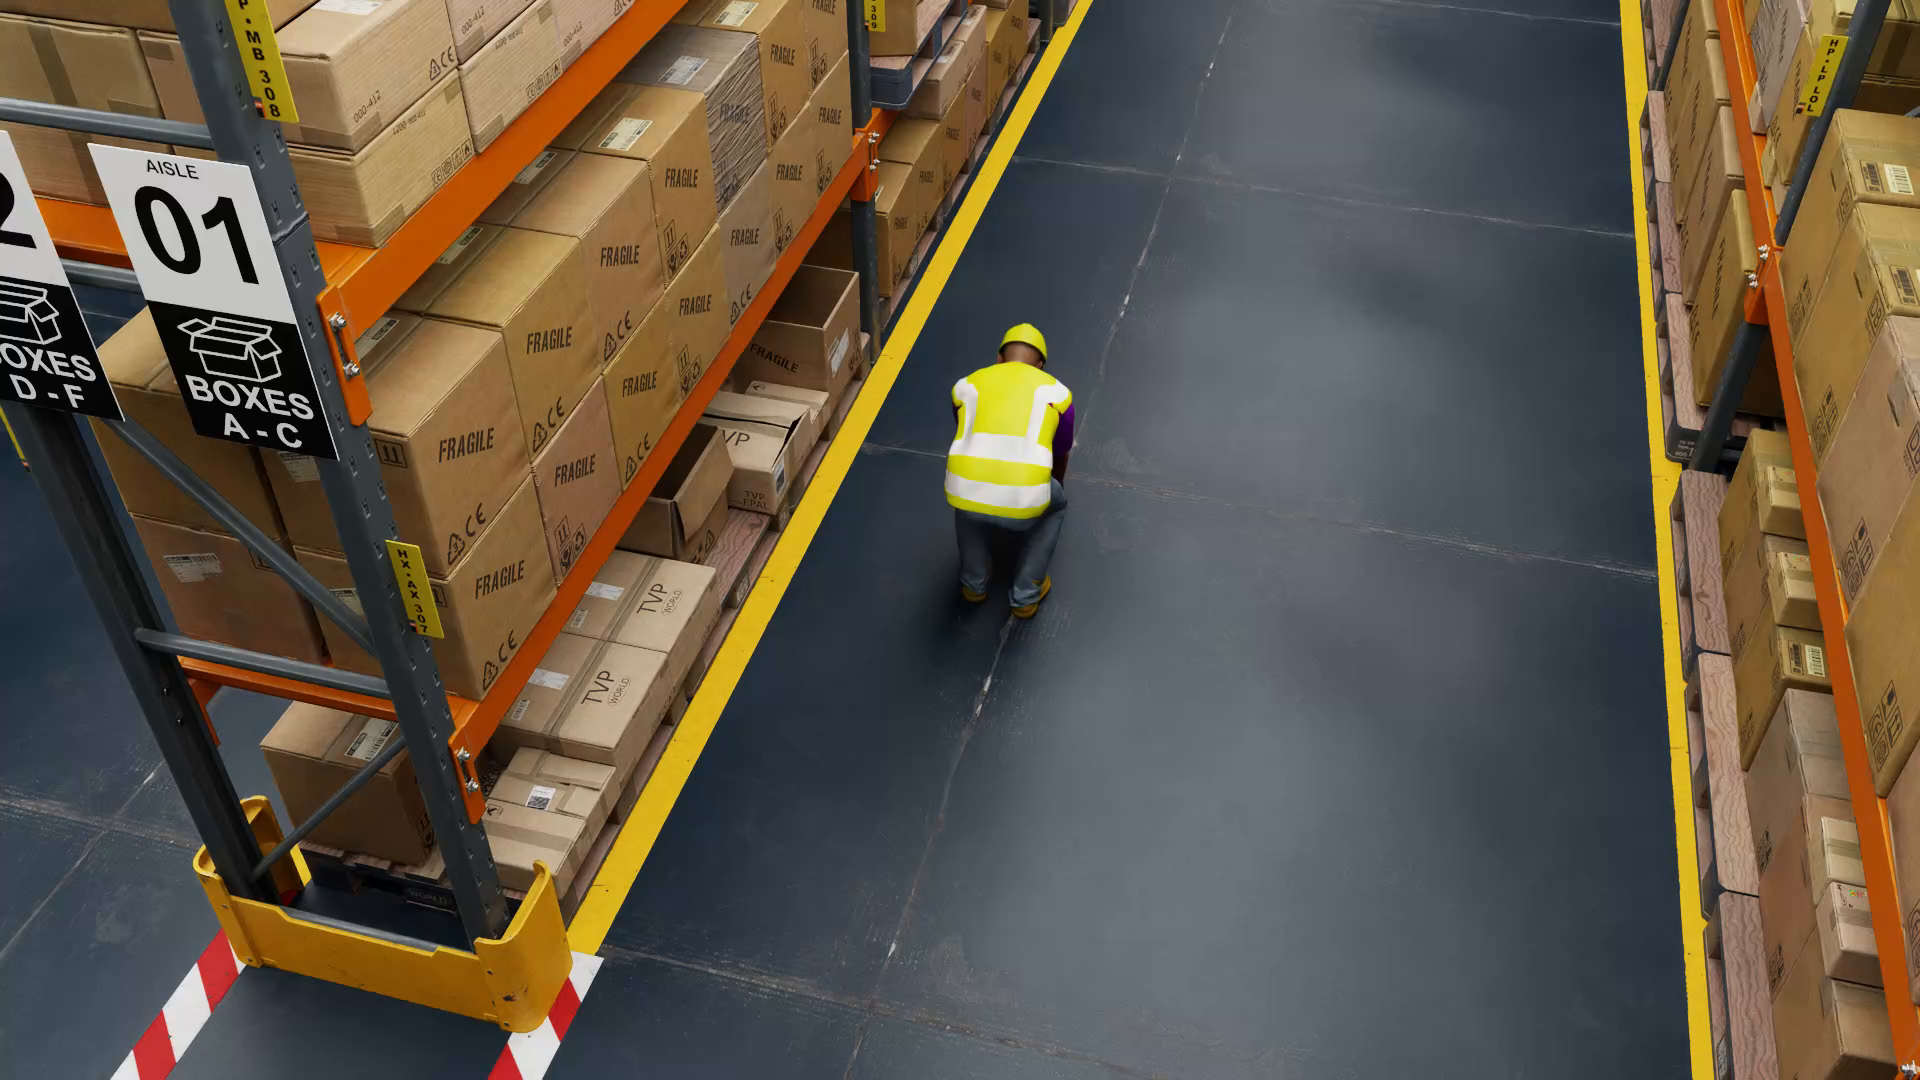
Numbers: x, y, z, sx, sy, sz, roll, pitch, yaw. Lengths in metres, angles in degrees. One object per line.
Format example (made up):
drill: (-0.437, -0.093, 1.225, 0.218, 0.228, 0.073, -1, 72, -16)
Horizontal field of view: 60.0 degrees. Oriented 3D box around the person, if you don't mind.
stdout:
person: (0.199, -0.266, 7.016, 0.526, 1.025, 0.961, 8, 41, 9)
